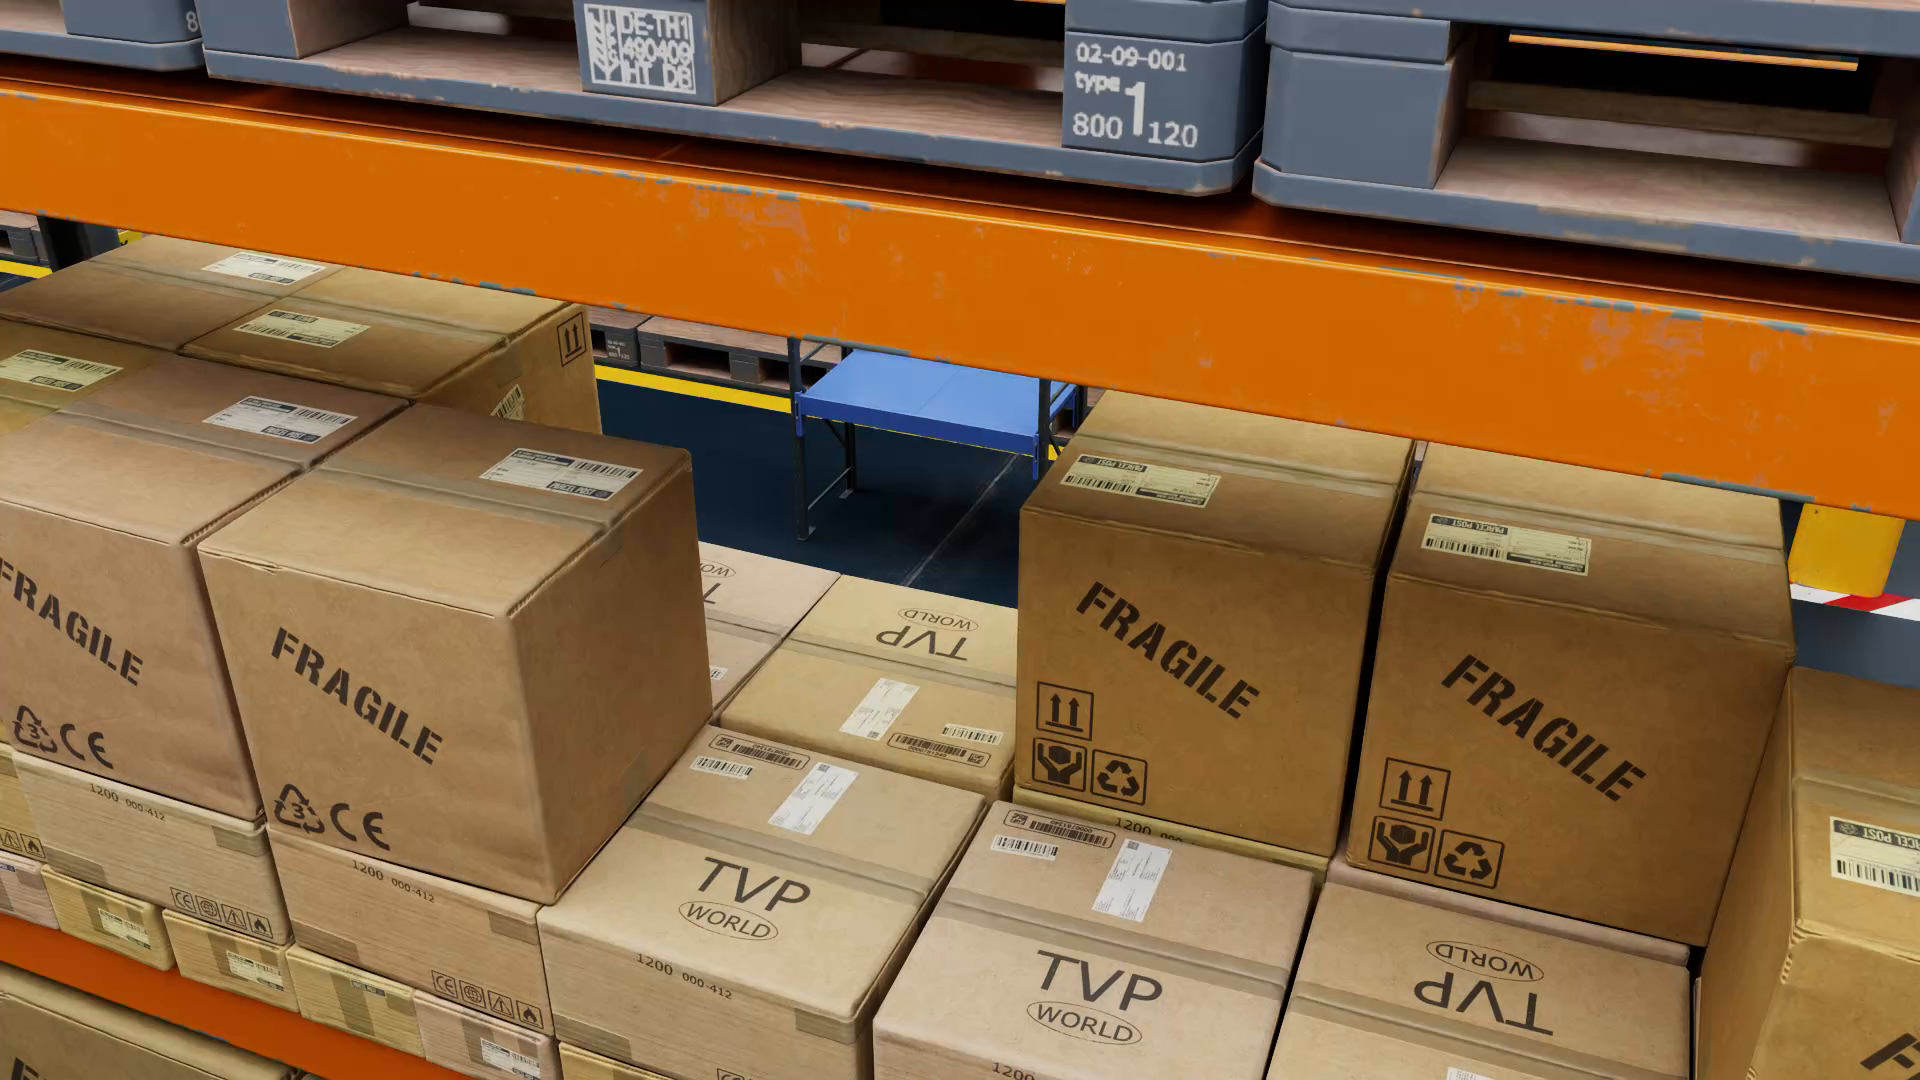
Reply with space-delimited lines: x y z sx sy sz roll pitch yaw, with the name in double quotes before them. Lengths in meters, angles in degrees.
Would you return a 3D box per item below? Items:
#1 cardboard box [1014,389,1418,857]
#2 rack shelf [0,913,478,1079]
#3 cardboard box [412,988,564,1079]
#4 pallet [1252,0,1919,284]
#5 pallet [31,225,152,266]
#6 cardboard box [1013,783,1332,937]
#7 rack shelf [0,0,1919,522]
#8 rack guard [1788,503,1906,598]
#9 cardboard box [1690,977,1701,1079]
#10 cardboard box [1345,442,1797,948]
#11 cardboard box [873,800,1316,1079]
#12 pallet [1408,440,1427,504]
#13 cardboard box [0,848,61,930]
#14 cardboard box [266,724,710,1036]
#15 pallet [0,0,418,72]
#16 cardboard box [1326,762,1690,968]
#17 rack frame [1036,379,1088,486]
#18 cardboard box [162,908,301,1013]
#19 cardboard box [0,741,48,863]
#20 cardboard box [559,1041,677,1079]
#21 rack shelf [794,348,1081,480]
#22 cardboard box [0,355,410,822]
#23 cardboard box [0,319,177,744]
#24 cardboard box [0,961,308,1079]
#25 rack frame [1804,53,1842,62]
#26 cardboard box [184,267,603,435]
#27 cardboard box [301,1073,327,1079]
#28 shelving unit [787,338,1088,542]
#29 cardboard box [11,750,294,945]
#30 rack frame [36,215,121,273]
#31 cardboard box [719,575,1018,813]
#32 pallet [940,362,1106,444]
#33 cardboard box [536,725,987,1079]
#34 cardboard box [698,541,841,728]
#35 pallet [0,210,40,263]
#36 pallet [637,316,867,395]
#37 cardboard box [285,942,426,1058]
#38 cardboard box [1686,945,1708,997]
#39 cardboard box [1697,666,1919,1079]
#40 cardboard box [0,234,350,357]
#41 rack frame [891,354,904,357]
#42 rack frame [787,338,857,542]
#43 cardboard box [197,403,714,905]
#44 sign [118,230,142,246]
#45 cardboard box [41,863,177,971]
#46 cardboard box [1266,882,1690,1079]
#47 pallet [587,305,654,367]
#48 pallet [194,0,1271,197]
"cardboard box" 0.405 0.099 2.614 0.500 0.500 0.500 10 31 18
"rack shelf" -0.160 0.830 2.964 4.000 0.370 1.077 11 31 19
"cardboard box" -0.663 0.703 2.714 0.250 0.149 0.380 12 32 20
"pallet" 1.002 -0.512 1.650 1.213 0.211 1.003 11 31 19
"pallet" -4.561 -1.798 9.717 1.213 0.211 1.003 11 31 19
"cardboard box" 0.402 0.423 2.803 0.500 0.250 0.500 10 31 17
"rack shelf" -0.160 -0.475 2.225 4.000 0.370 1.077 11 31 19
"rack guard" 3.583 -0.284 6.745 0.348 0.500 1.175 11 31 19
"cardboard box" 1.145 0.854 2.040 0.500 0.250 0.500 11 31 18
"cardboard box" 0.887 0.192 2.450 0.500 0.500 0.500 11 31 18
"cardboard box" 0.203 0.666 2.373 0.500 0.250 0.500 10 31 17
"pallet" 1.680 -0.554 7.515 1.213 0.211 1.003 11 31 19
"cardboard box" -1.621 0.512 3.052 0.250 0.149 0.380 10 31 17
"cardboard box" -0.735 0.477 2.708 0.500 0.250 0.500 12 32 20
"pallet" -1.259 -0.964 2.449 1.213 0.211 1.003 11 31 19
"cardboard box" 0.866 0.518 2.635 0.500 0.250 0.500 11 31 19
"rack frame" 0.392 -0.575 6.242 0.032 1.500 0.500 11 31 19
"cardboard box" -1.132 0.608 2.881 0.250 0.149 0.380 10 31 18
"cardboard box" -1.676 0.289 3.040 0.500 0.250 0.500 11 31 18
"cardboard box" -0.419 0.751 2.629 0.250 0.149 0.380 10 31 18
"rack shelf" -0.079 -0.512 6.497 1.000 0.185 0.538 11 31 19
"cardboard box" -1.212 0.056 2.690 0.500 0.500 0.500 11 31 19
"cardboard box" -1.665 -0.038 2.857 0.500 0.500 0.500 11 31 19
"cardboard box" -1.431 1.048 3.580 0.875 0.875 0.875 11 31 19
"rack frame" 5.422 -3.629 10.122 0.127 3.000 1.000 11 31 19
"cardboard box" -1.024 -0.186 3.118 0.500 0.500 0.500 12 31 20
"cardboard box" -0.598 1.214 3.285 0.875 0.875 0.875 11 31 19
"shelving unit" -0.079 -0.669 6.409 1.048 1.500 0.538 11 31 19
"cardboard box" -1.217 0.384 2.873 0.500 0.250 0.500 11 31 19
"rack frame" -2.013 0.147 3.441 0.127 3.000 1.000 11 31 19
"cardboard box" -0.084 0.329 2.969 0.500 0.250 0.500 11 31 18
"pallet" 0.545 -0.779 7.913 1.213 0.211 1.003 11 31 19
"cardboard box" -0.281 0.572 2.540 0.500 0.250 0.500 11 31 19
"cardboard box" -0.552 0.234 3.138 0.500 0.250 0.500 12 32 20
"pallet" -5.687 -2.025 10.117 1.213 0.211 1.003 11 31 19
"pallet" -0.850 -1.059 8.409 1.213 0.211 1.003 11 31 19
"cardboard box" -0.895 0.655 2.798 0.250 0.149 0.380 11 31 18
"cardboard box" 1.350 0.611 2.470 0.500 0.250 0.500 10 31 18
"cardboard box" 1.143 0.526 1.859 0.500 0.500 0.500 12 32 20
"cardboard box" -1.486 -0.280 3.286 0.500 0.500 0.500 12 32 21
"rack frame" -0.151 -2.111 7.437 0.127 3.000 1.000 11 31 19
"rack frame" -0.550 -0.763 6.575 0.032 1.500 0.500 11 31 19
"cardboard box" -0.728 0.151 2.523 0.500 0.500 0.500 10 31 18
"sign" -1.806 -0.517 3.657 0.005 0.325 0.100 11 31 19
"cardboard box" -1.376 0.560 2.966 0.250 0.149 0.380 12 32 21
"cardboard box" 0.675 0.760 2.207 0.500 0.250 0.500 11 31 18
"pallet" -1.985 -1.284 8.807 1.213 0.211 1.003 11 31 19
"pallet" -0.132 -0.737 2.048 1.213 0.211 1.003 11 31 19
